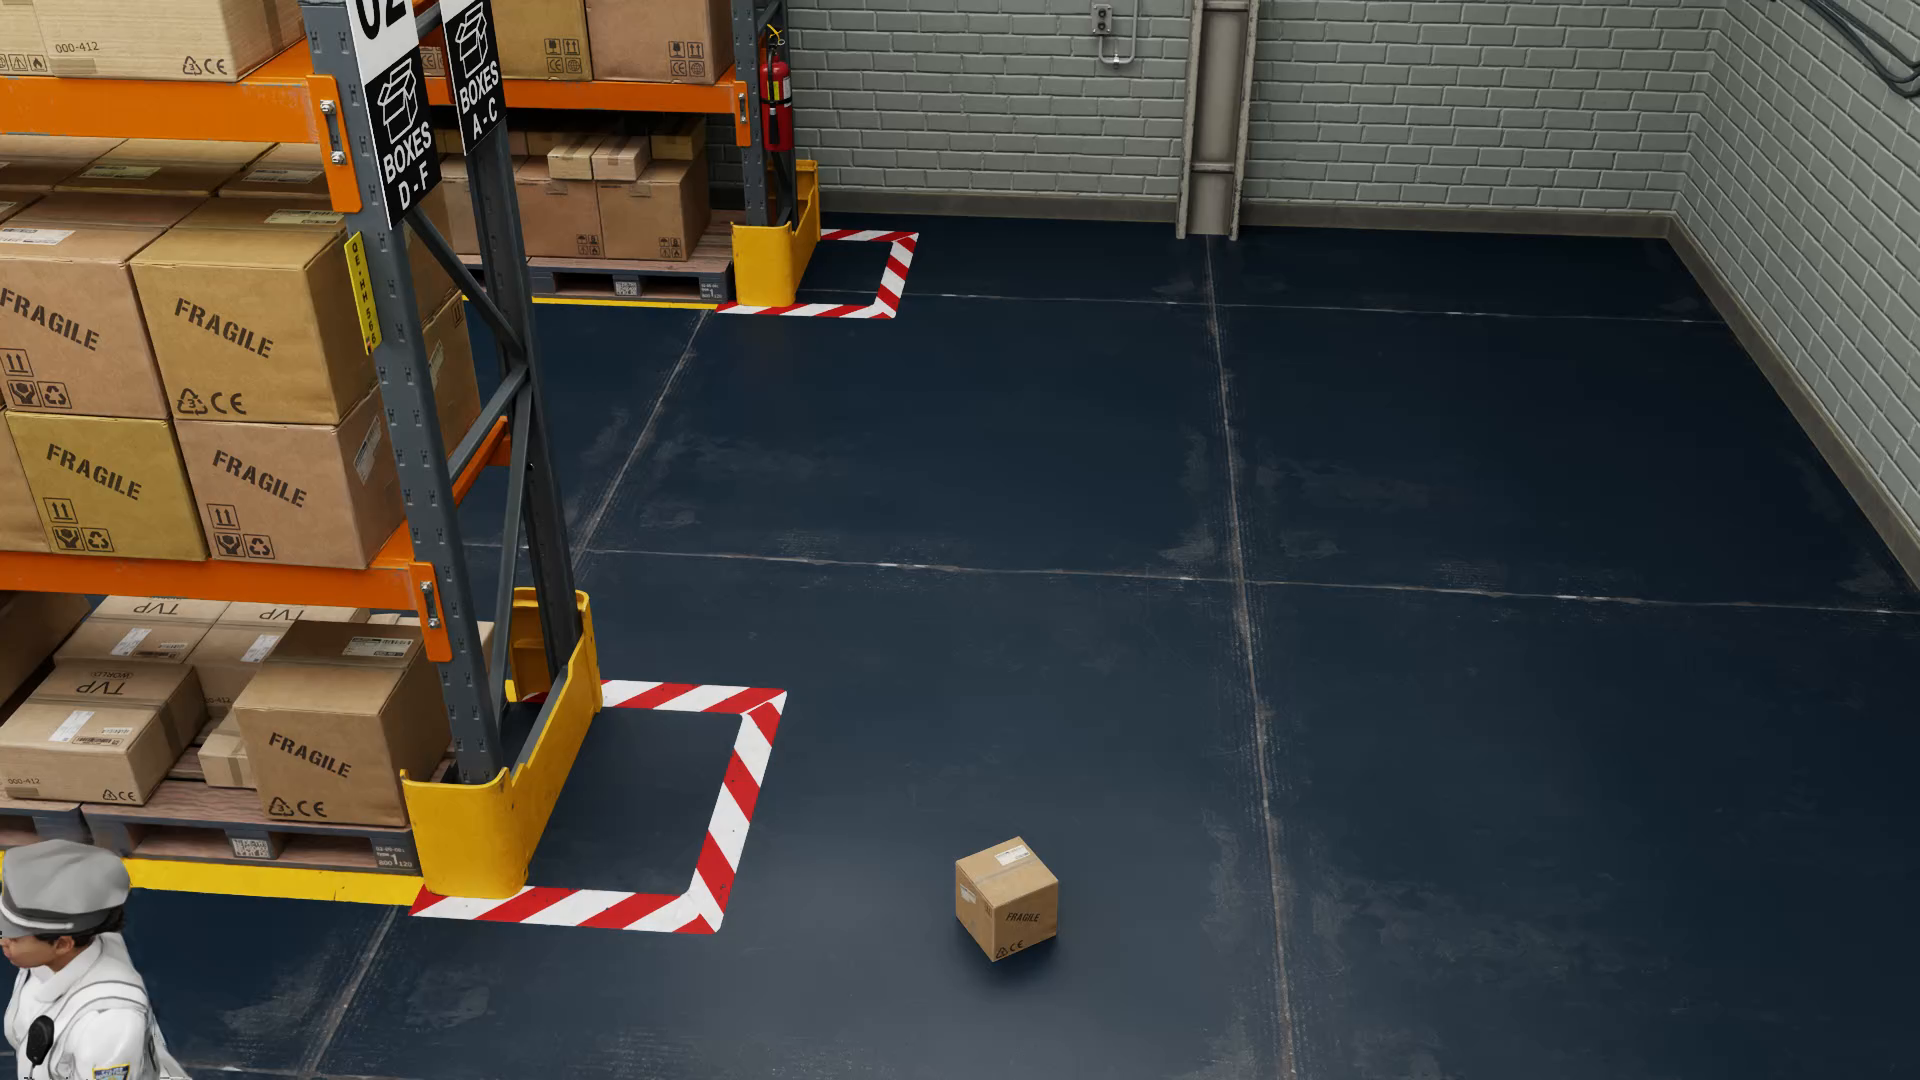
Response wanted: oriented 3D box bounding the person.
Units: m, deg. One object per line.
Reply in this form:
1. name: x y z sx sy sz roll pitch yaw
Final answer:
1. person: -1.967 1.429 3.876 0.606 1.760 0.478 -26 40 -35
